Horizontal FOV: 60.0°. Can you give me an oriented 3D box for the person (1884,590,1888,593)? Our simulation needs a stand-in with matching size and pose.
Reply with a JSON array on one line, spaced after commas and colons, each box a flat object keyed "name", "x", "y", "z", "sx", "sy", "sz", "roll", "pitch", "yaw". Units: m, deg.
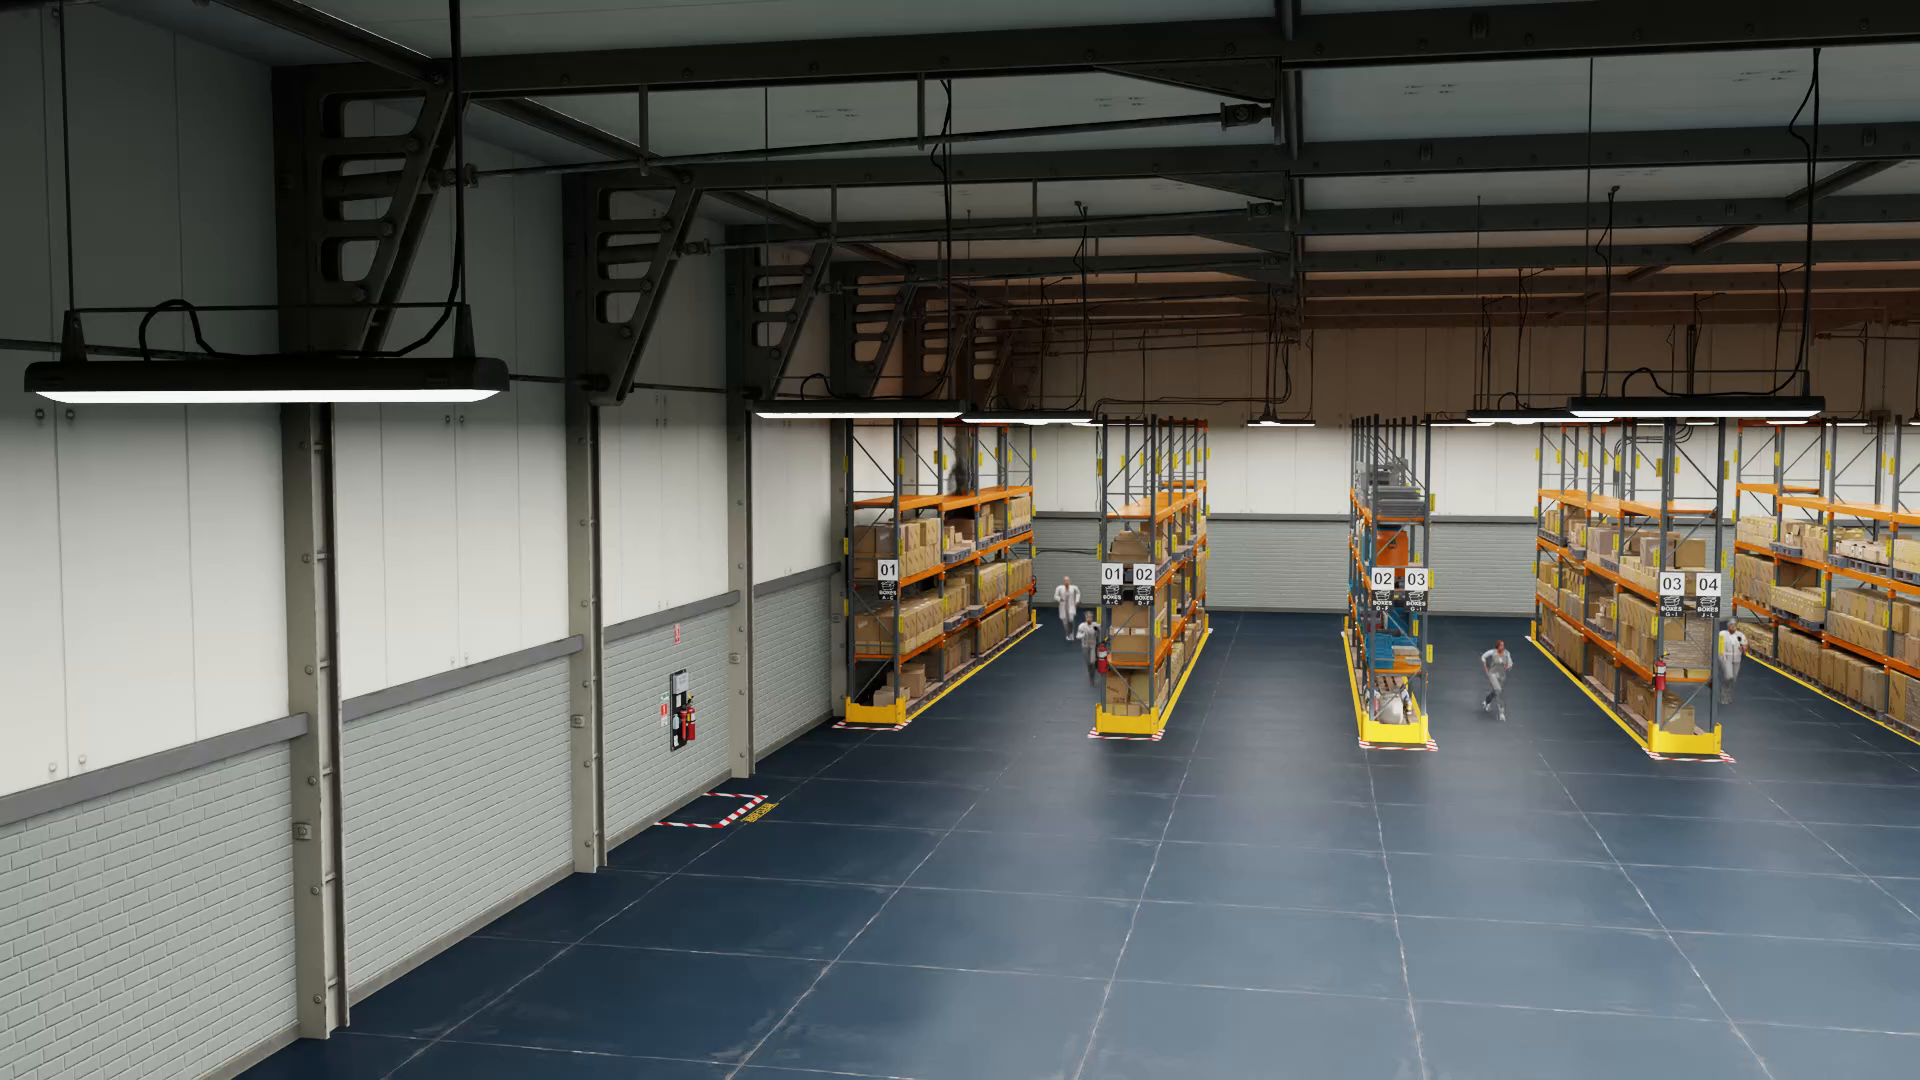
[{"name": "person", "x": 22.675, "y": 2.140, "z": 40.641, "sx": 0.630, "sy": 1.811, "sz": 0.827, "roll": 0, "pitch": 4, "yaw": 1}]

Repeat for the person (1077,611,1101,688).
[{"name": "person", "x": 2.907, "y": 2.433, "z": 37.041, "sx": 0.582, "sy": 1.737, "sz": 0.798, "roll": 1, "pitch": 4, "yaw": 14}]

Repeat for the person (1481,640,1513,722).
[{"name": "person", "x": 10.640, "y": 2.742, "z": 33.022, "sx": 0.539, "sy": 1.594, "sz": 0.957, "roll": -1, "pitch": 4, "yaw": -8}]

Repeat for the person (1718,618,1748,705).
[{"name": "person", "x": 16.105, "y": 2.537, "z": 34.726, "sx": 0.640, "sy": 1.844, "sz": 0.749, "roll": 0, "pitch": 4, "yaw": 6}]

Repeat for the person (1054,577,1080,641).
[{"name": "person", "x": 2.882, "y": 1.860, "z": 44.789, "sx": 0.702, "sy": 1.745, "sz": 0.741, "roll": 0, "pitch": 4, "yaw": 7}]
